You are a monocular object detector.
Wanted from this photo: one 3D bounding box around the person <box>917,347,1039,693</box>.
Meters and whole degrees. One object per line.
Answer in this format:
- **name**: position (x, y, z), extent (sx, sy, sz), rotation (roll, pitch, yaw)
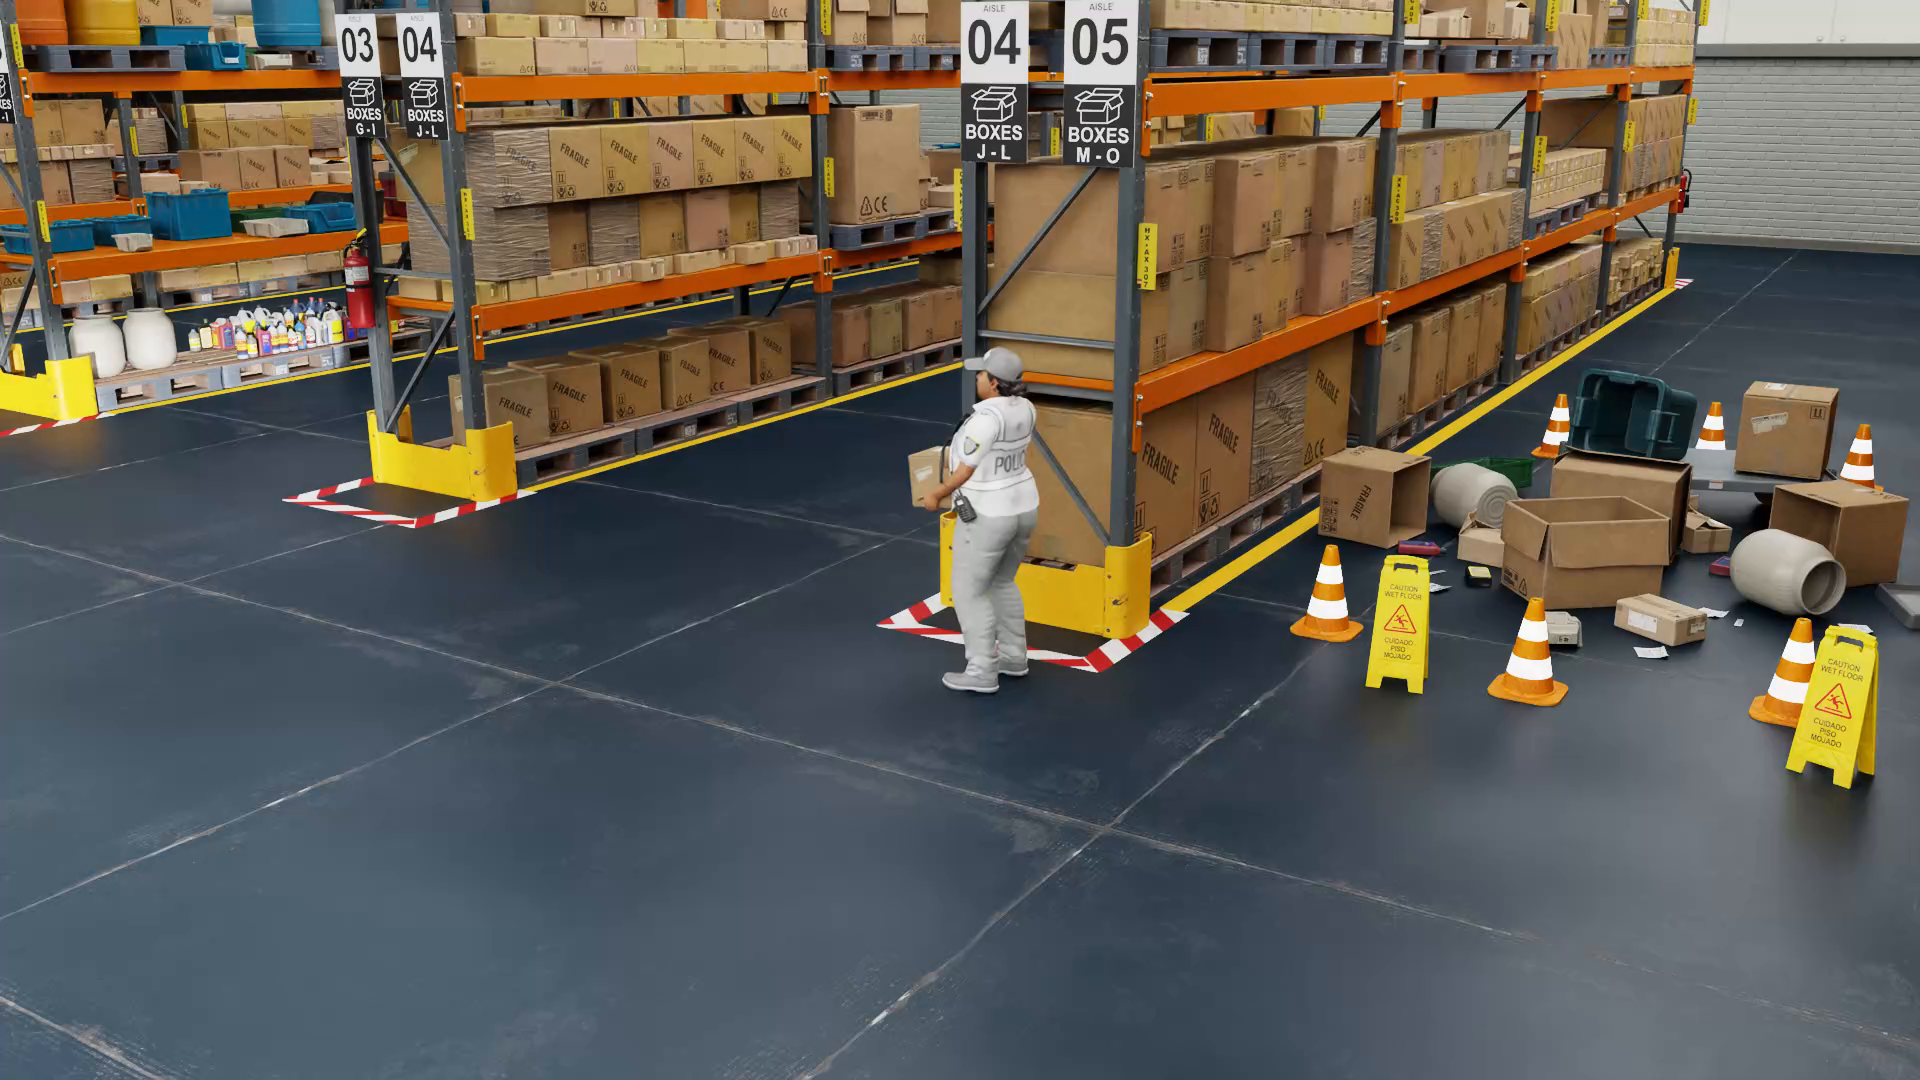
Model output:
- **person**: position (0.089, -0.113, 7.934), extent (0.541, 1.653, 0.453), rotation (10, 19, 31)
